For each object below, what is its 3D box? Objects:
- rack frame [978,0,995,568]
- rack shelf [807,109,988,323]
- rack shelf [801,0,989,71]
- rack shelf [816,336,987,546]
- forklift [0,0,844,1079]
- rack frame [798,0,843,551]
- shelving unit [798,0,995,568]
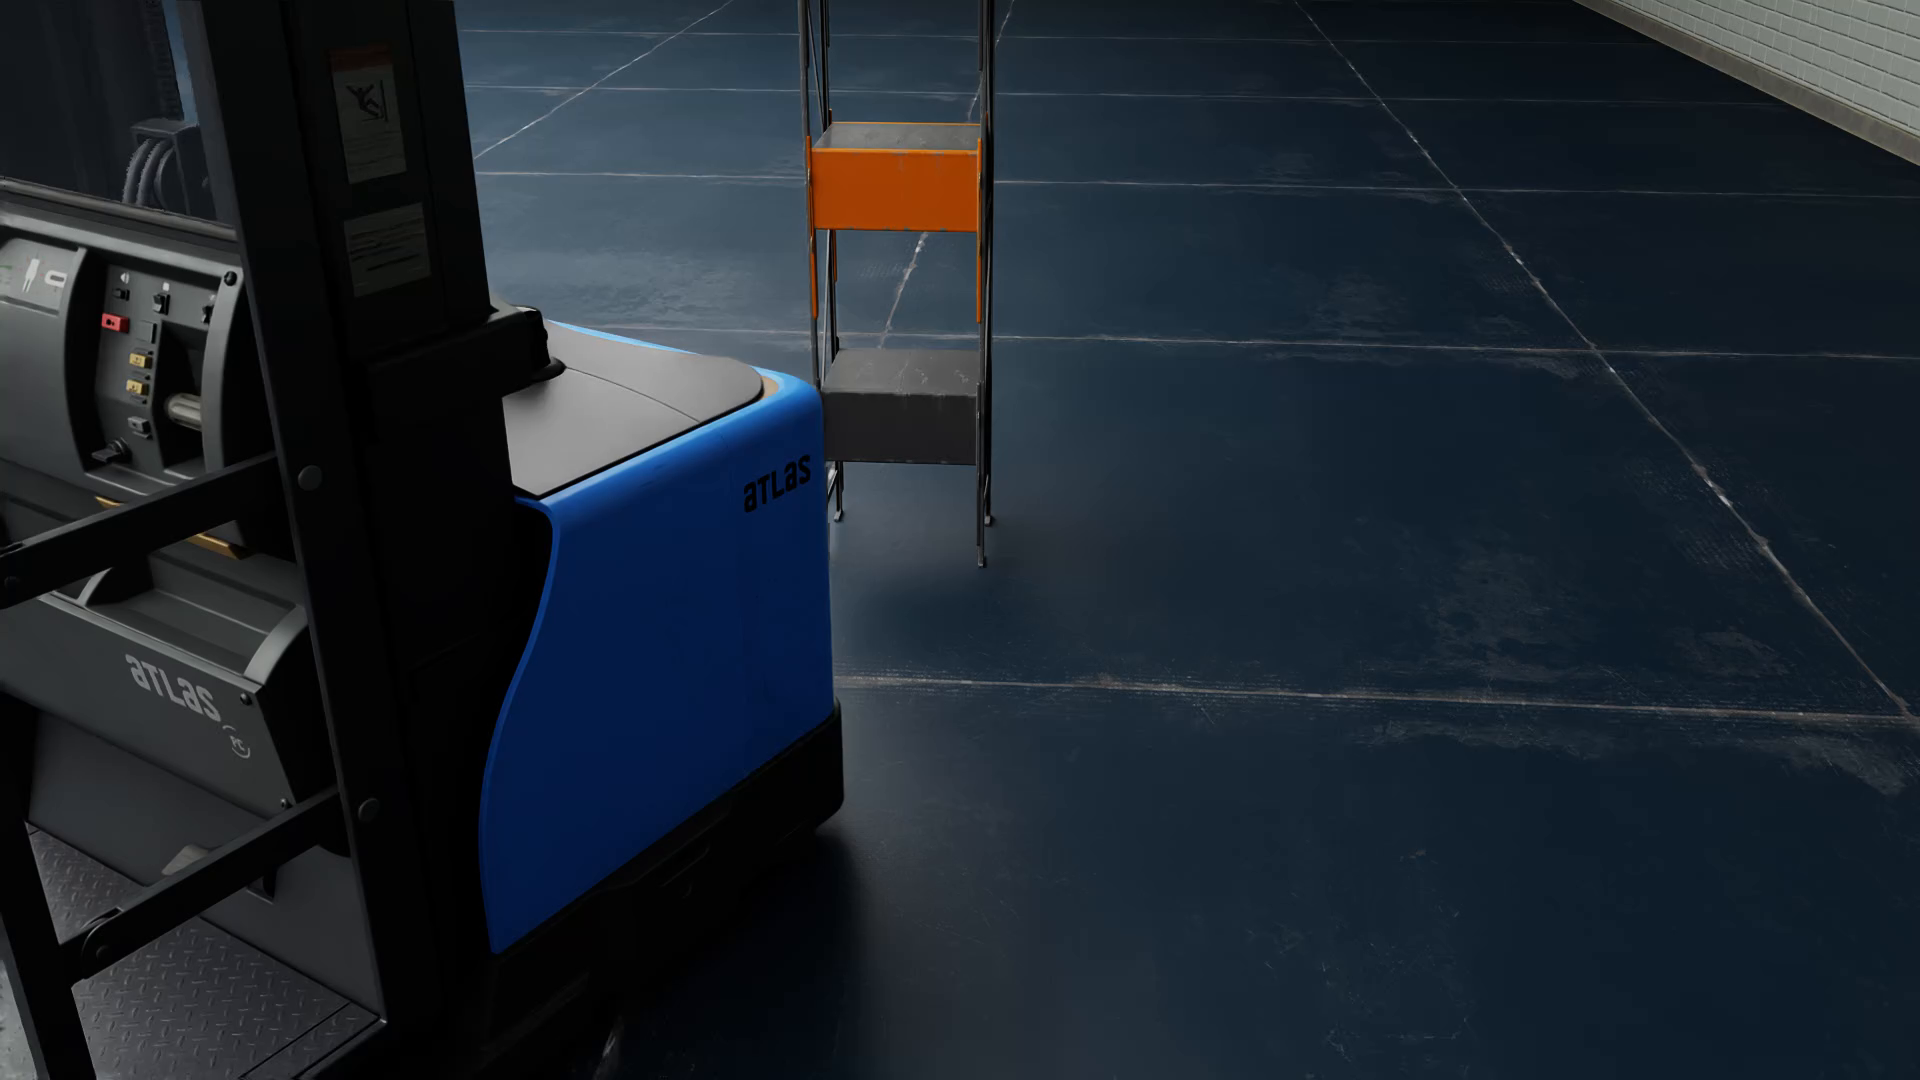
[{"bbox_3d":[0.078,-0.951,4.806,0.015,2.100,0.400,2,25,4],"label":"rack frame"},{"bbox_3d":[-0.165,-0.947,4.828,0.480,0.518,0.431,2,25,4],"label":"rack shelf"},{"bbox_3d":[-0.165,-1.583,4.536,0.480,0.518,0.431,2,25,4],"label":"rack shelf"},{"bbox_3d":[-0.165,-0.311,5.121,0.480,0.518,0.431,2,25,4],"label":"rack shelf"},{"bbox_3d":[-1.488,-0.276,2.344,1.130,2.935,3.031,15,29,30],"label":"forklift"},{"bbox_3d":[-0.408,-0.967,4.840,0.015,2.100,0.400,2,25,4],"label":"rack frame"},{"bbox_3d":[-0.165,-0.959,4.823,0.503,2.100,0.431,2,25,4],"label":"shelving unit"}]
